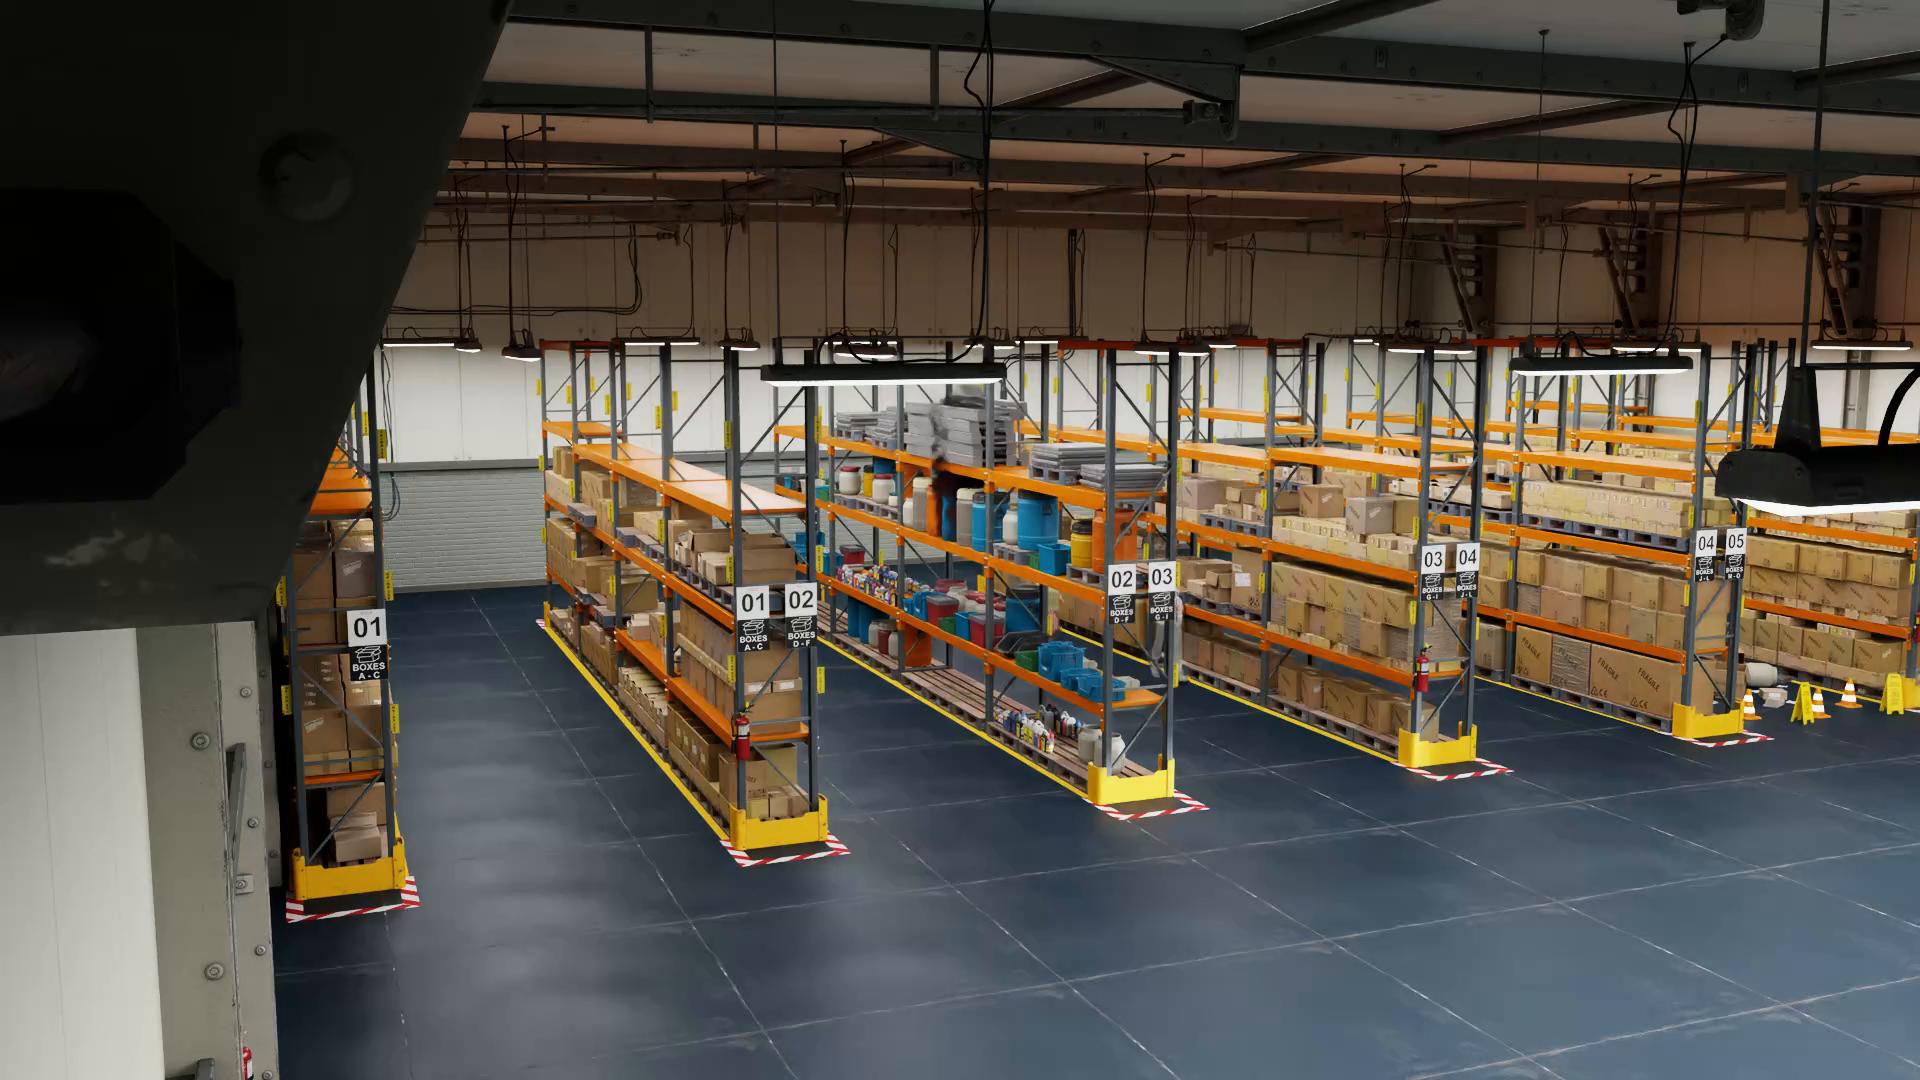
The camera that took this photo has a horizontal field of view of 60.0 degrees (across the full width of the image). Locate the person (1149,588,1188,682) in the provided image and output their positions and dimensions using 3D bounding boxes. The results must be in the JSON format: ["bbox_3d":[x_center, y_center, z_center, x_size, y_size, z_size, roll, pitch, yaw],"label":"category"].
[{"bbox_3d":[3.555,1.463,28.339,0.681,1.834,0.845,-4,9,-29],"label":"person"}]

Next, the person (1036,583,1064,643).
[{"bbox_3d":[1.668,1.297,30.259,0.566,1.650,0.547,-6,10,-39],"label":"person"}]
